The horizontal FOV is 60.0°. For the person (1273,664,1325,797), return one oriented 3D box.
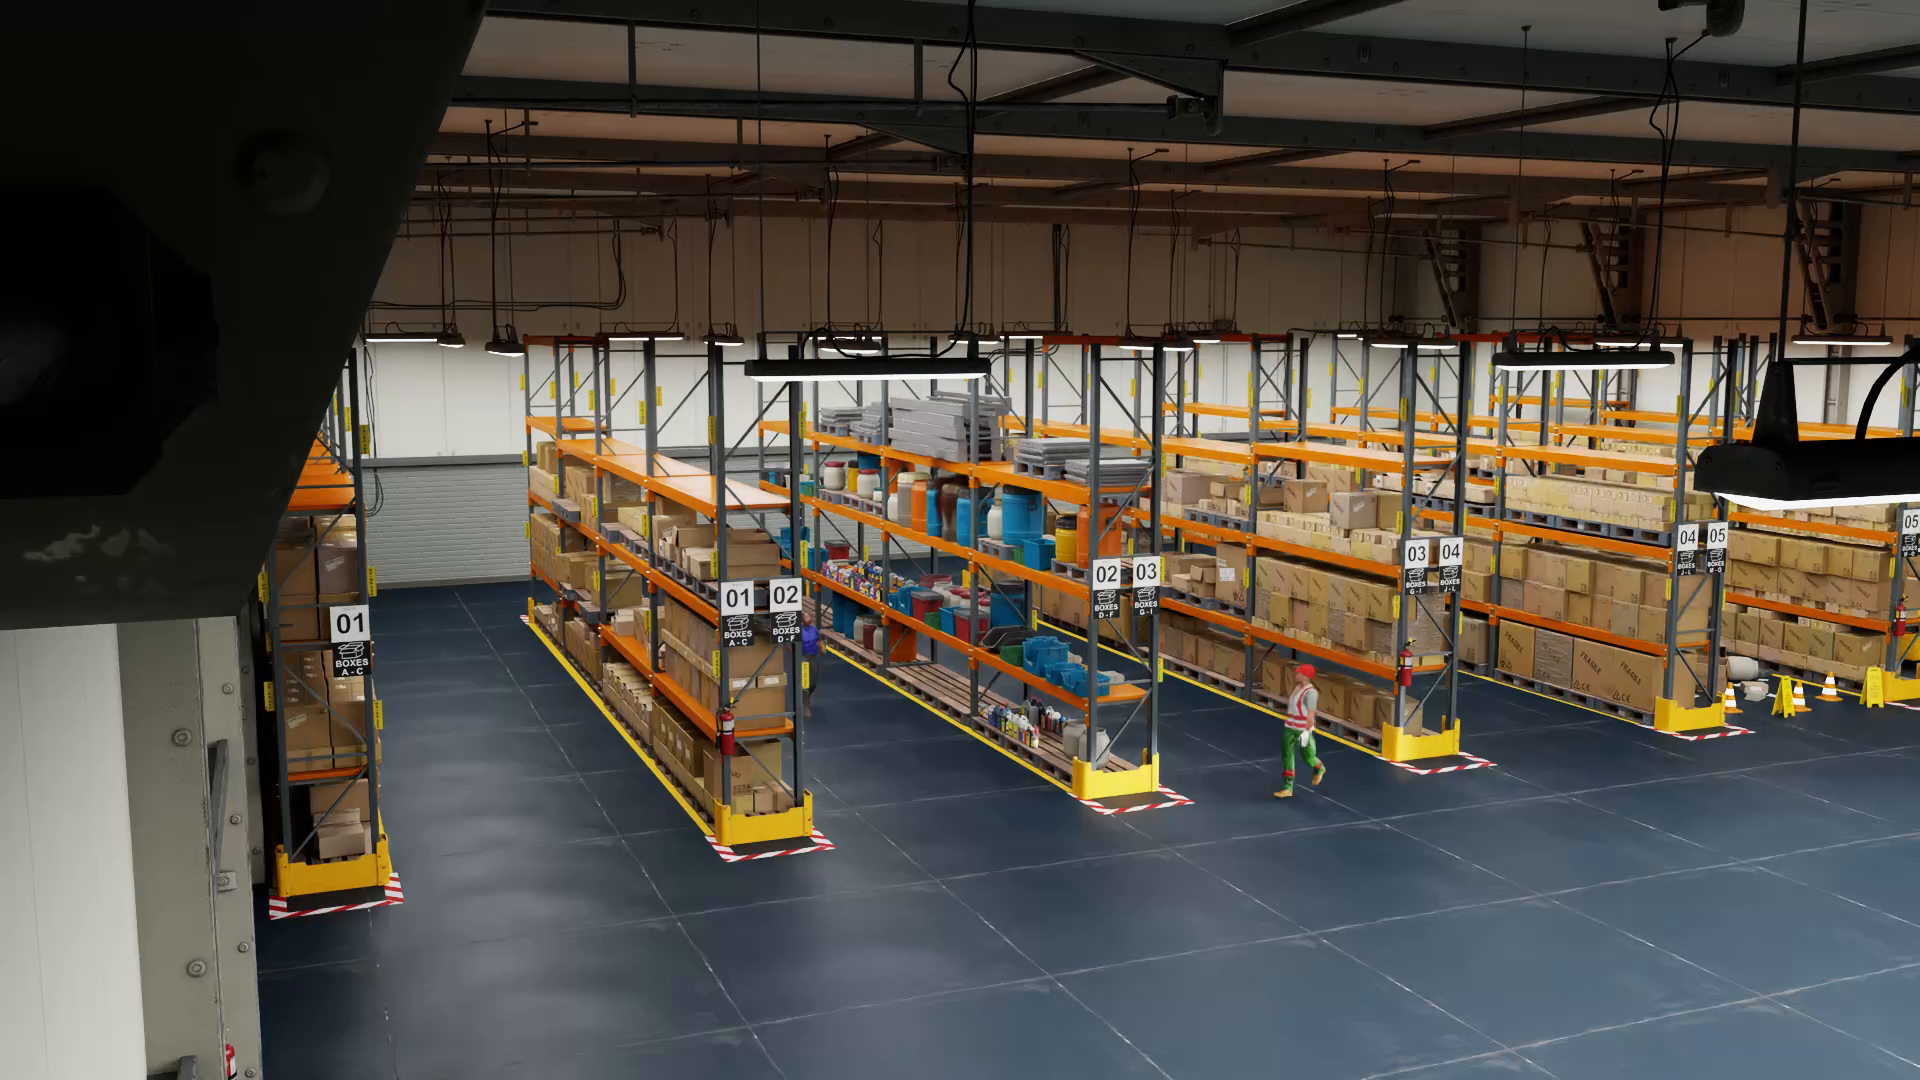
[{"bbox_3d":[4.568,2.522,22.161,0.487,1.770,0.904,5,9,36],"label":"person"}]

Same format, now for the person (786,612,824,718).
[{"bbox_3d":[-2.498,1.982,26.794,0.606,1.676,0.744,-2,8,-16],"label":"person"}]

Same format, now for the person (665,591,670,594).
[{"bbox_3d":[-5.854,1.029,34.016,0.501,1.615,0.460,1,8,6],"label":"person"}]
